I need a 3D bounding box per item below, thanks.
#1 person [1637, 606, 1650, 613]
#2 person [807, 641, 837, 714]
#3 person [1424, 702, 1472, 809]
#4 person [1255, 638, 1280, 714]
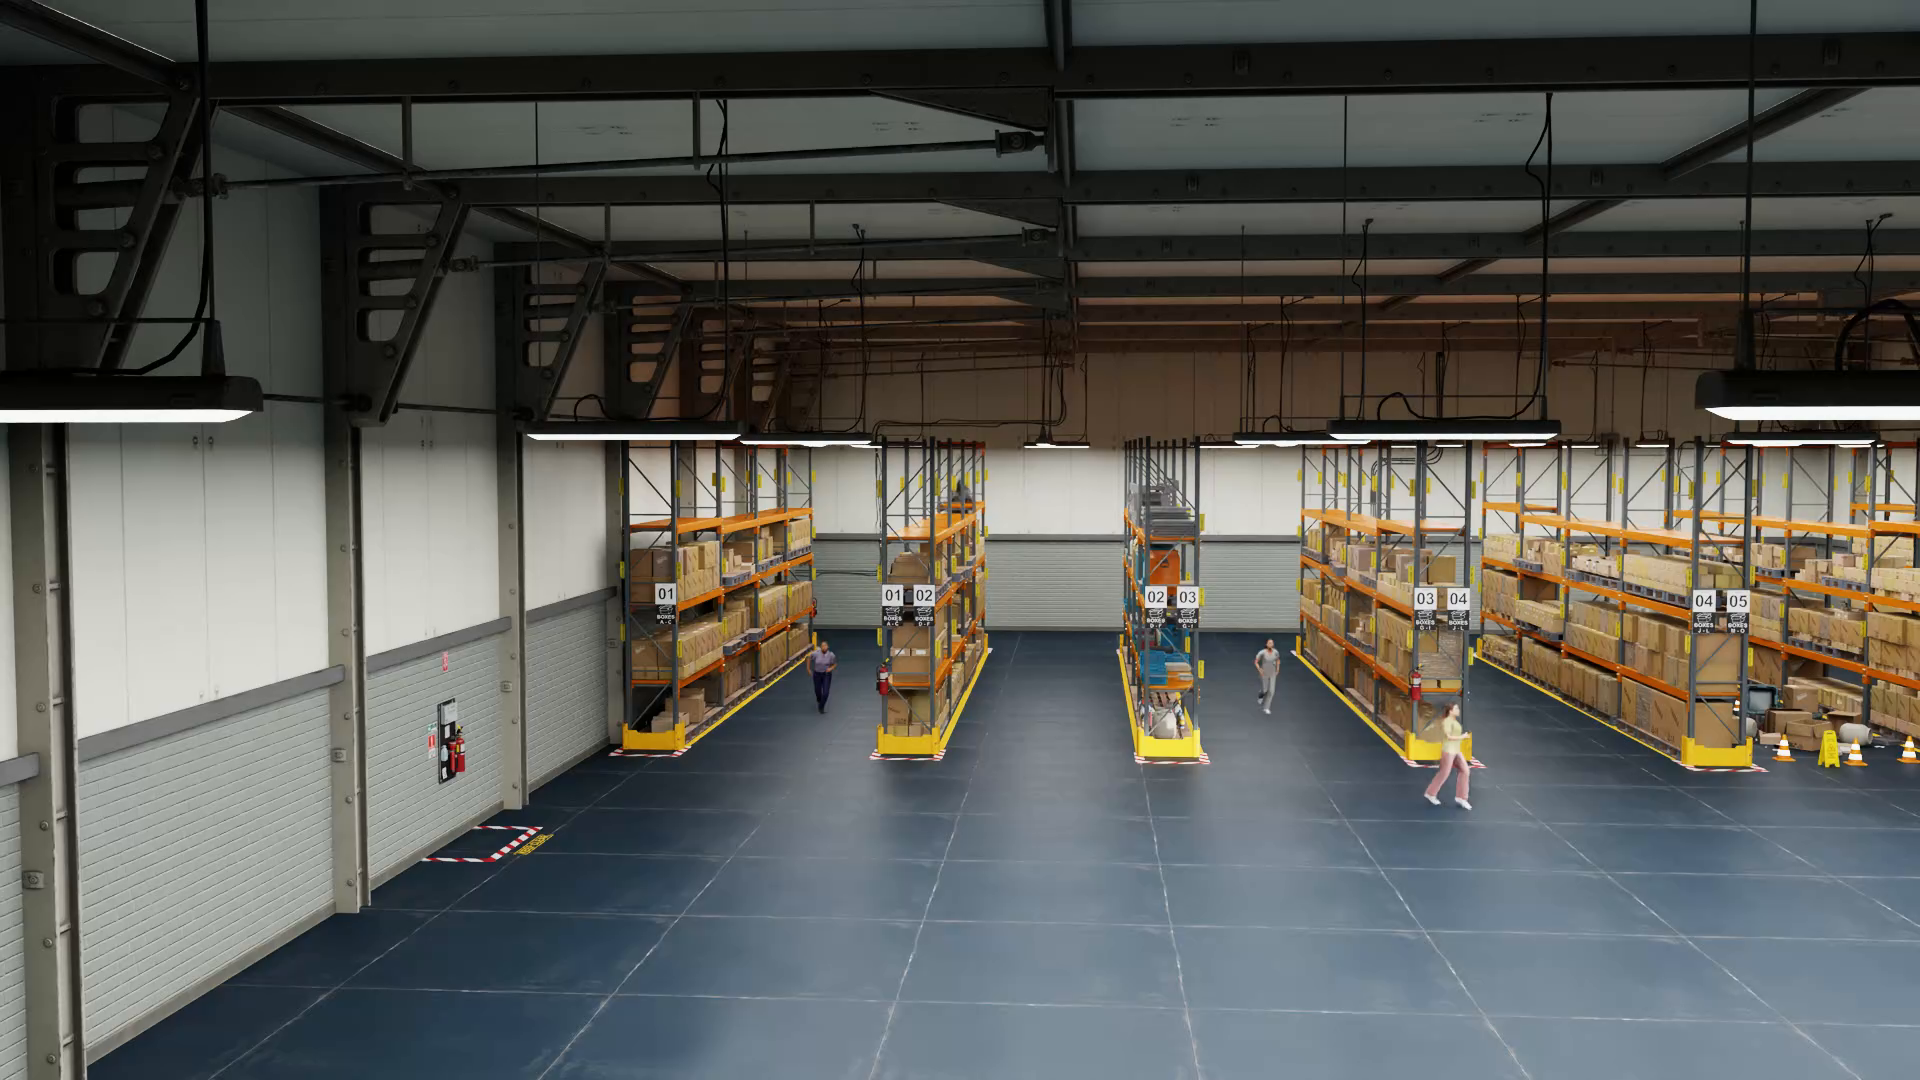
[{"bbox_3d":[19.465,2.332,47.388,0.638,1.718,0.708,1,3,23],"label":"person"},{"bbox_3d":[-3.011,3.001,36.260,0.645,1.600,0.623,0,3,-7],"label":"person"},{"bbox_3d":[7.843,3.451,26.709,0.758,1.731,0.591,2,4,35],"label":"person"},{"bbox_3d":[6.761,2.962,36.540,0.585,1.639,0.673,-1,3,-10],"label":"person"}]
